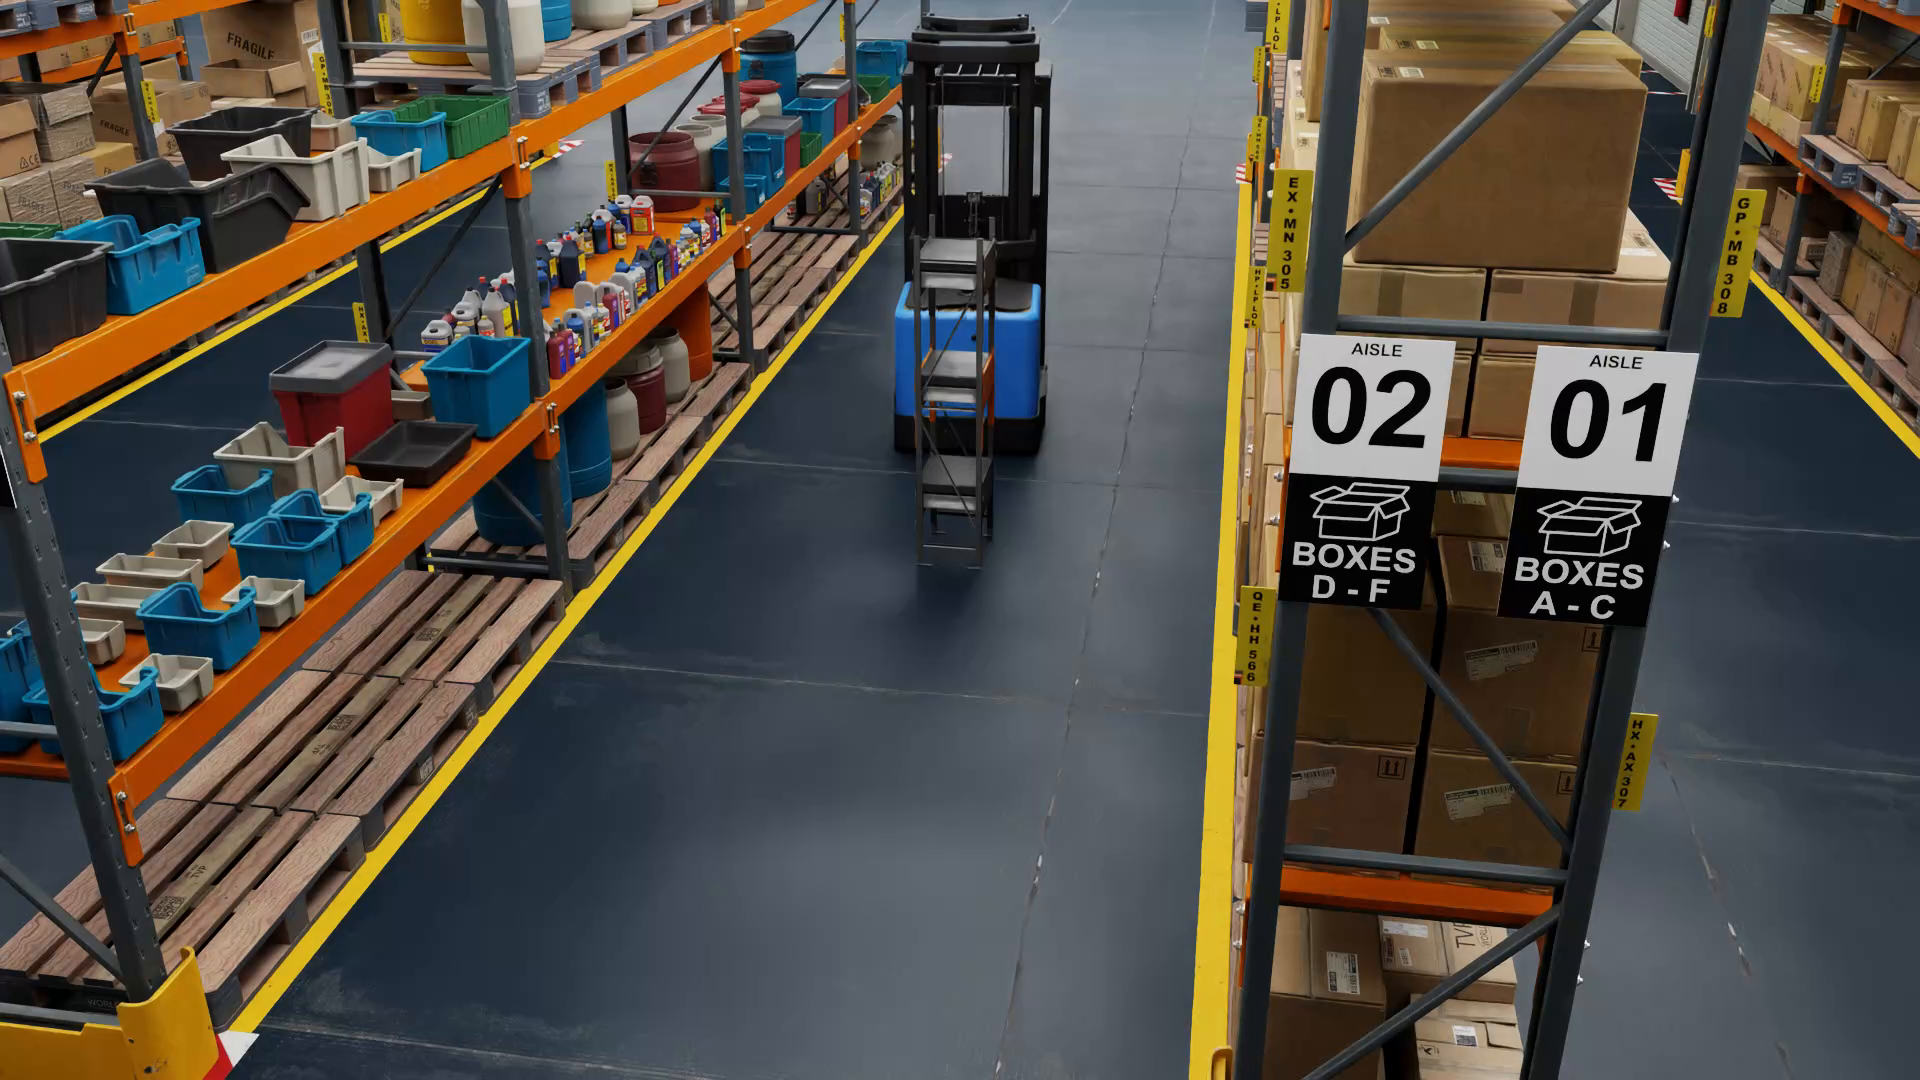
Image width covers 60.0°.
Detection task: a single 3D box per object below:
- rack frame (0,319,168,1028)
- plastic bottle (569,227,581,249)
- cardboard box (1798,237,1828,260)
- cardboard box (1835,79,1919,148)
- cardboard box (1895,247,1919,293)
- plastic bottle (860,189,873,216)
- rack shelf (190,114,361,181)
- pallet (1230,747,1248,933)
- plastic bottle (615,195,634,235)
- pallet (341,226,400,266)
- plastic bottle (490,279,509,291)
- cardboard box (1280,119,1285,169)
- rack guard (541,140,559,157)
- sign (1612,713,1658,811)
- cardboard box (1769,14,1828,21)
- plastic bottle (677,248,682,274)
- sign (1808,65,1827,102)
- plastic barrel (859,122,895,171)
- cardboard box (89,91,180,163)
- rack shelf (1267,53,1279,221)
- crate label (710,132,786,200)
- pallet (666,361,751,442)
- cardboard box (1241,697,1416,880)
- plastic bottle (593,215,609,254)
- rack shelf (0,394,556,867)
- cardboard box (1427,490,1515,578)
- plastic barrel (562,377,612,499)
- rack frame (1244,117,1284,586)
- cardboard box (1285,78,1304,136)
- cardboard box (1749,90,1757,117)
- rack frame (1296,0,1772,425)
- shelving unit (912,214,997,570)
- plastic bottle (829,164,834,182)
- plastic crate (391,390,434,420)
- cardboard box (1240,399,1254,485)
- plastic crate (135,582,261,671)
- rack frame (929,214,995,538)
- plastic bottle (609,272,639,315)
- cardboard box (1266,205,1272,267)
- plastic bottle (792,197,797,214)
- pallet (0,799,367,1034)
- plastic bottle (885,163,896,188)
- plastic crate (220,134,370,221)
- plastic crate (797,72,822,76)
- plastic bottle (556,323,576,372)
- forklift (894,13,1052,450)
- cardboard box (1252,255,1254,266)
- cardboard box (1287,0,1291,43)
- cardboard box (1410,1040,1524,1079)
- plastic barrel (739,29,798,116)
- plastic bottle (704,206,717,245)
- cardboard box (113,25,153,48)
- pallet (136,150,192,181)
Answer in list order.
[{"bbox_3d":[-3.480,0.654,5.815,1.000,3.000,0.127,4,25,9],"label":"rack frame"},{"bbox_3d":[-2.743,-2.083,11.813,0.097,0.271,0.097,0,25,0],"label":"plastic bottle"},{"bbox_3d":[8.313,-2.821,16.061,0.380,0.166,0.250,1,25,2],"label":"cardboard box"},{"bbox_3d":[8.138,-3.713,14.507,0.700,0.500,0.500,4,25,9],"label":"cardboard box"},{"bbox_3d":[7.902,-2.167,13.386,0.500,0.250,0.500,4,25,8],"label":"cardboard box"},{"bbox_3d":[-1.008,-3.571,17.534,0.152,0.276,0.135,5,26,10],"label":"plastic bottle"},{"bbox_3d":[-6.732,-3.546,15.636,1.077,0.370,4.000,4,25,9],"label":"rack shelf"},{"bbox_3d":[1.750,1.387,7.537,1.003,0.211,1.213,4,25,9],"label":"pallet"},{"bbox_3d":[-2.562,-2.477,12.651,0.152,0.276,0.135,4,25,9],"label":"plastic bottle"},{"bbox_3d":[-6.531,-3.120,17.166,1.003,0.211,1.213,4,25,9],"label":"pallet"},{"bbox_3d":[-2.939,-1.514,10.593,0.152,0.276,0.135,4,25,9],"label":"plastic bottle"},{"bbox_3d":[1.736,-1.779,7.651,0.500,0.250,0.500,4,25,9],"label":"cardboard box"},{"bbox_3d":[-5.764,-5.217,21.307,1.175,0.500,0.348,4,25,9],"label":"rack guard"},{"bbox_3d":[1.942,0.644,4.815,0.100,0.325,0.005,4,25,9],"label":"sign"},{"bbox_3d":[9.041,-5.421,18.061,0.500,0.500,0.500,4,25,8],"label":"cardboard box"},{"bbox_3d":[-2.004,-1.975,11.665,0.097,0.201,0.097,0,25,0],"label":"plastic bottle"},{"bbox_3d":[7.718,-4.105,14.961,0.100,0.325,0.005,4,25,9],"label":"sign"},{"bbox_3d":[-0.979,-4.611,19.503,0.421,0.512,0.421,0,25,0],"label":"plastic barrel"},{"bbox_3d":[-7.010,-3.499,14.075,0.500,0.500,0.500,1,25,2],"label":"cardboard box"},{"bbox_3d":[2.387,-2.544,9.956,1.077,0.370,4.000,4,25,9],"label":"rack shelf"},{"bbox_3d":[-1.743,-3.105,13.804,0.502,0.435,0.616,4,25,9],"label":"crate label"},{"bbox_3d":[-2.260,-1.097,12.844,1.003,0.211,1.213,4,25,9],"label":"pallet"},{"bbox_3d":[1.211,0.747,5.498,0.500,0.500,0.500,5,26,10],"label":"cardboard box"},{"bbox_3d":[-2.624,-2.231,12.130,0.097,0.271,0.097,0,25,0],"label":"plastic bottle"},{"bbox_3d":[-3.153,0.143,7.755,1.077,0.370,4.000,4,25,9],"label":"rack shelf"},{"bbox_3d":[1.817,0.114,5.671,0.500,0.500,0.500,4,25,9],"label":"cardboard box"},{"bbox_3d":[-2.605,-0.782,10.861,0.600,0.901,0.708,4,25,9],"label":"plastic barrel"},{"bbox_3d":[2.060,-0.675,8.653,1.000,3.000,0.127,4,25,9],"label":"rack frame"},{"bbox_3d":[1.655,-1.796,7.098,0.500,0.250,0.500,4,25,9],"label":"cardboard box"},{"bbox_3d":[8.271,-4.469,16.912,0.500,0.250,0.500,4,25,9],"label":"cardboard box"},{"bbox_3d":[1.406,-1.719,3.807,1.000,3.000,0.127,4,25,9],"label":"rack frame"},{"bbox_3d":[-0.027,-0.882,10.157,0.431,2.100,0.503,4,25,9],"label":"shelving unit"},{"bbox_3d":[-1.486,-4.190,18.945,0.097,0.201,0.097,0,25,0],"label":"plastic bottle"},{"bbox_3d":[-3.043,-0.742,9.038,0.396,0.136,0.243,4,25,9],"label":"plastic crate"},{"bbox_3d":[2.110,-0.597,10.916,0.500,0.500,0.500,3,25,7],"label":"cardboard box"},{"bbox_3d":[-3.007,0.347,6.598,0.416,0.233,0.300,4,25,9],"label":"plastic crate"},{"bbox_3d":[0.013,-0.984,10.375,0.400,2.100,0.015,4,25,9],"label":"rack frame"},{"bbox_3d":[-2.186,-1.615,10.807,0.152,0.276,0.135,4,25,9],"label":"plastic bottle"},{"bbox_3d":[2.384,-1.942,10.748,0.700,0.500,0.500,9,27,18],"label":"cardboard box"},{"bbox_3d":[-1.766,-3.558,17.499,0.061,0.283,0.133,5,26,11],"label":"plastic bottle"},{"bbox_3d":[-3.307,1.574,7.137,1.003,0.211,1.213,4,25,9],"label":"pallet"},{"bbox_3d":[-0.801,-4.102,18.669,0.152,0.276,0.135,4,25,9],"label":"plastic bottle"},{"bbox_3d":[-2.813,-1.557,7.139,0.437,0.282,0.530,4,25,9],"label":"plastic crate"},{"bbox_3d":[-1.606,-4.779,17.598,0.499,0.251,0.616,4,25,9],"label":"plastic crate"},{"bbox_3d":[-2.324,-1.146,9.798,0.061,0.283,0.133,4,25,9],"label":"plastic bottle"},{"bbox_3d":[0.134,-2.562,12.766,1.130,2.935,3.031,2,25,3],"label":"forklift"},{"bbox_3d":[2.804,-2.421,14.470,0.500,0.311,0.500,5,25,10],"label":"cardboard box"},{"bbox_3d":[2.676,-3.566,11.175,0.910,0.500,0.500,4,25,9],"label":"cardboard box"},{"bbox_3d":[1.814,1.939,5.913,0.380,0.149,0.250,4,25,9],"label":"cardboard box"},{"bbox_3d":[-1.881,-4.452,16.131,0.600,0.901,0.708,4,25,9],"label":"plastic barrel"},{"bbox_3d":[-1.855,-2.344,12.357,0.061,0.283,0.133,4,25,9],"label":"plastic bottle"},{"bbox_3d":[-10.713,-6.445,20.804,0.875,0.550,0.550,4,25,9],"label":"cardboard box"},{"bbox_3d":[-7.048,-3.254,14.390,1.213,0.211,1.003,4,25,9],"label":"pallet"}]
